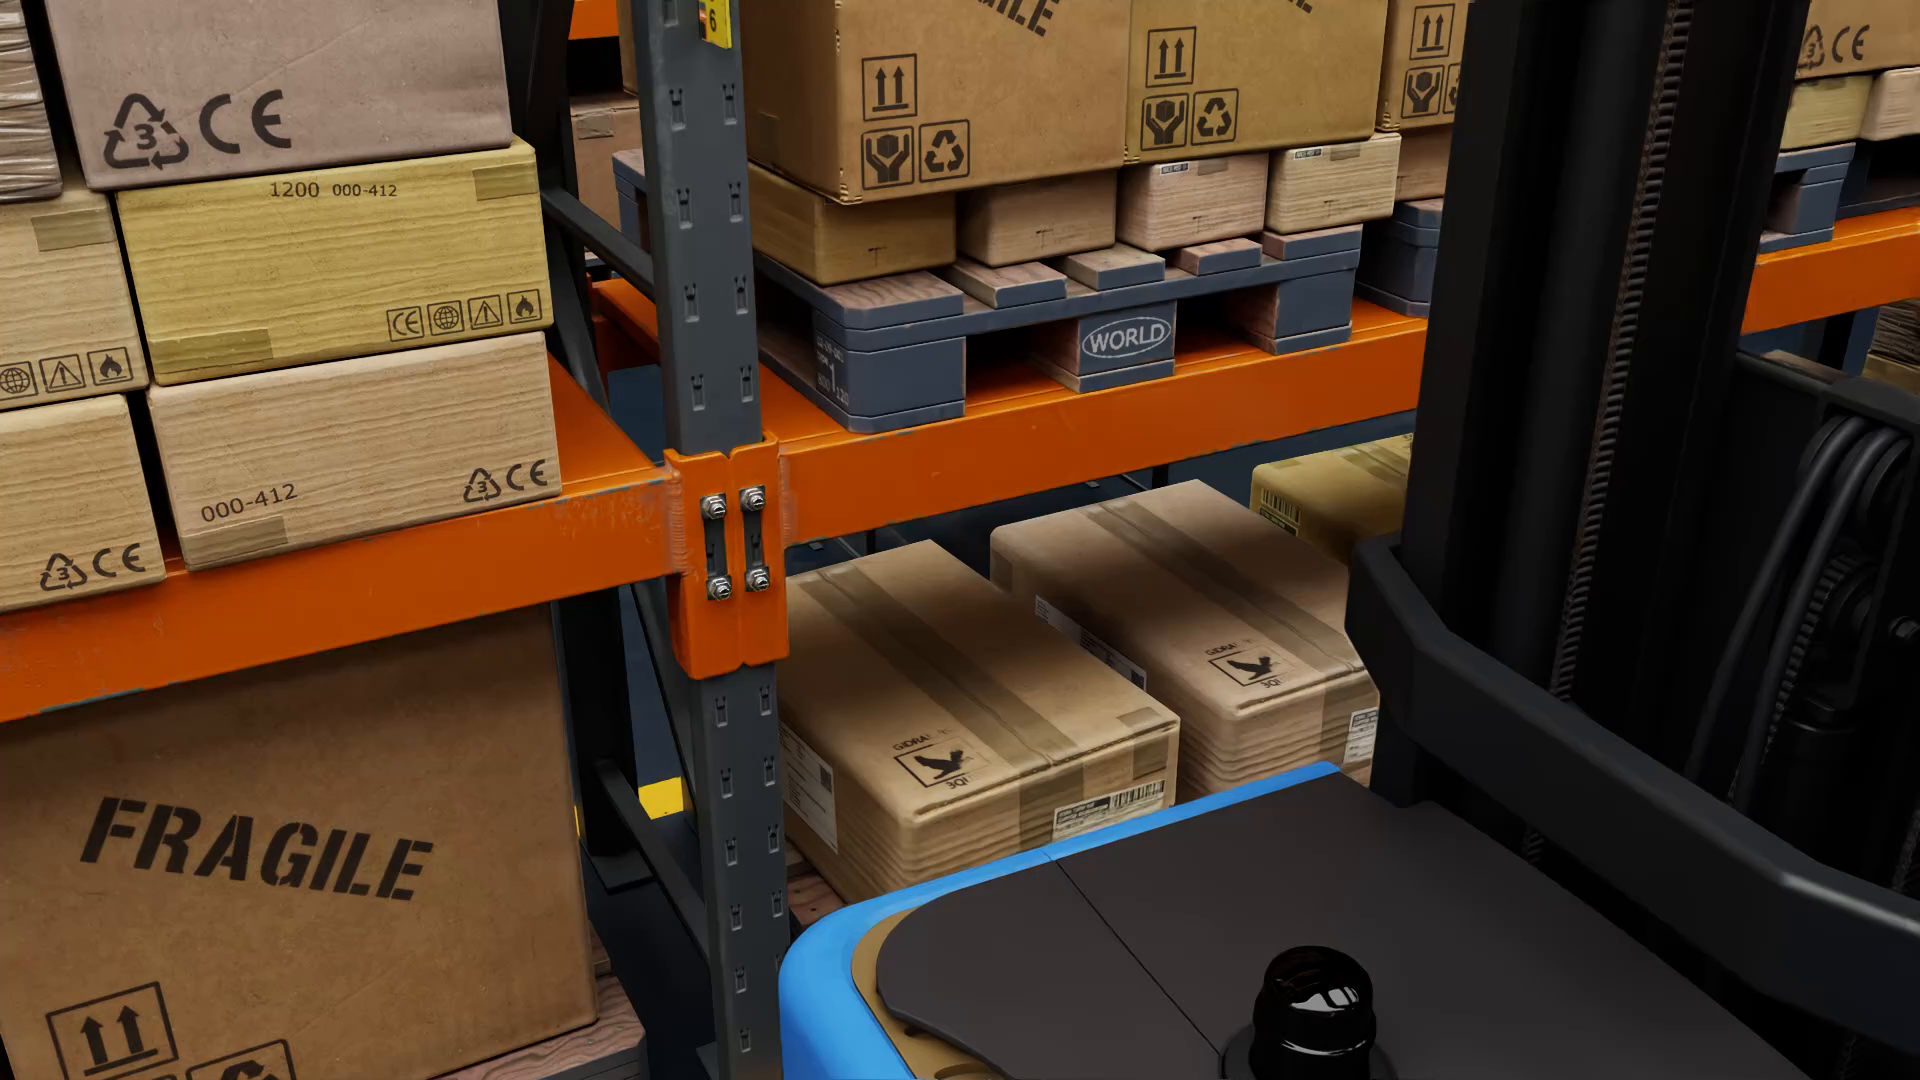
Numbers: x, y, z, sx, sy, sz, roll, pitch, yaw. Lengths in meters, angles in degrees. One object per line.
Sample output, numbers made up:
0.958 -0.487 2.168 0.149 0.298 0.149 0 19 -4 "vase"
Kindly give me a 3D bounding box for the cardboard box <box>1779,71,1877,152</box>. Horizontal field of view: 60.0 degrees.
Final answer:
1.716 -0.962 3.592 0.250 0.149 0.380 -13 29 -25 "cardboard box"

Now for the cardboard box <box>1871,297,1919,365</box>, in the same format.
3.343 -0.809 5.294 0.500 0.500 0.500 -13 29 -26 "cardboard box"

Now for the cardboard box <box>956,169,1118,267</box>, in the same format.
0.057 -0.599 2.838 0.250 0.149 0.380 -15 29 -28 "cardboard box"

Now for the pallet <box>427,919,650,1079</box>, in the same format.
-1.314 0.905 3.120 1.213 0.211 1.003 -13 29 -25 "pallet"

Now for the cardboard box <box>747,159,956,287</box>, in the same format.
-0.208 -0.555 2.745 0.250 0.149 0.380 -15 29 -28 "cardboard box"

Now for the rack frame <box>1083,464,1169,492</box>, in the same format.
0.524 -0.797 5.177 0.032 1.500 0.500 -13 29 -25 "rack frame"

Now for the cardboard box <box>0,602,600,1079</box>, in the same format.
-1.231 0.394 2.933 0.875 0.875 0.875 -13 29 -26 "cardboard box"

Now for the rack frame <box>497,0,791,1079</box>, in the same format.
-0.582 -0.483 2.791 0.127 3.000 1.000 -13 29 -25 "rack frame"

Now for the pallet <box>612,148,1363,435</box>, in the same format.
-0.004 -0.583 3.220 1.003 0.211 1.213 -13 29 -25 "pallet"

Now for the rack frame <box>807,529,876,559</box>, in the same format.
-0.373 -0.590 4.746 0.032 1.500 0.500 -13 29 -25 "rack frame"

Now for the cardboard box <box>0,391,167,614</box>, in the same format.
-1.350 -0.104 2.173 0.500 0.250 0.500 -12 28 -24 "cardboard box"

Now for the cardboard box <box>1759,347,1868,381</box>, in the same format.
2.485 -0.195 4.741 0.625 0.372 0.950 -13 28 -24 "cardboard box"

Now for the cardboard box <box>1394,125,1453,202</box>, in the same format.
0.749 -0.765 3.182 0.250 0.149 0.380 -11 28 -22 "cardboard box"

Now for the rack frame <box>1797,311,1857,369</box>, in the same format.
2.947 -1.298 4.488 0.127 3.000 1.000 -13 29 -25 "rack frame"

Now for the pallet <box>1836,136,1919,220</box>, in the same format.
2.204 -1.112 4.321 1.213 0.211 1.003 -13 29 -25 "pallet"

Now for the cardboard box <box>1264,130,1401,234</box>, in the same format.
0.573 -0.686 3.018 0.250 0.149 0.380 -13 28 -25 "cardboard box"

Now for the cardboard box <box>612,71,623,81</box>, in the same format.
-1.198 -1.892 7.984 0.625 0.625 0.875 -14 29 -27 "cardboard box"

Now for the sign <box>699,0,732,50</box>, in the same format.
-0.318 -0.794 2.101 0.005 0.325 0.100 -13 29 -25 "sign"

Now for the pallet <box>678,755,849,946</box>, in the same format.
0.108 0.615 3.725 1.213 0.211 1.003 -13 29 -25 "pallet"

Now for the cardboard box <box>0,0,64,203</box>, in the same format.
-1.364 -0.666 1.902 0.500 0.500 0.500 -12 28 -24 "cardboard box"

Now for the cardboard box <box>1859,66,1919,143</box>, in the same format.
1.948 -0.998 3.667 0.250 0.149 0.380 -13 28 -25 "cardboard box"

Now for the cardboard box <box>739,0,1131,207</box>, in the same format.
-0.076 -0.855 2.621 0.500 0.500 0.500 -14 29 -27 "cardboard box"

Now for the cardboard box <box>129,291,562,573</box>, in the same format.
-0.906 -0.214 2.403 0.500 0.250 0.500 -14 29 -27 "cardboard box"

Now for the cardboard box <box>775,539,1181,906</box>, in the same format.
-0.079 0.401 3.501 0.625 0.372 0.950 -15 30 -29 "cardboard box"

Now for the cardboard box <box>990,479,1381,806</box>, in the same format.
0.568 0.247 3.820 0.625 0.372 0.950 -14 29 -26 "cardboard box"

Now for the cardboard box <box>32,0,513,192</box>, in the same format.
-0.916 -0.774 2.126 0.500 0.500 0.500 -14 29 -26 "cardboard box"

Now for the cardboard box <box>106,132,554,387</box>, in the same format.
-0.890 -0.445 2.308 0.500 0.250 0.500 -13 29 -25 "cardboard box"

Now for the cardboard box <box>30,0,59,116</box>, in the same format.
-1.566 -0.867 2.320 0.500 0.500 0.500 -13 28 -25 "cardboard box"

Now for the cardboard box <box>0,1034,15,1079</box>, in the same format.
-2.020 0.574 2.558 0.875 0.875 0.875 -13 28 -24 "cardboard box"

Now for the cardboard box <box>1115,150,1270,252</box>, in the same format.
0.320 -0.638 2.917 0.250 0.149 0.380 -15 29 -28 "cardboard box"

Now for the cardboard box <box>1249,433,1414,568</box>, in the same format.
1.240 0.095 4.137 0.625 0.372 0.950 -12 28 -23 "cardboard box"

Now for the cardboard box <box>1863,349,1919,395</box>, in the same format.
3.342 -0.471 5.457 0.500 0.250 0.500 -12 28 -23 "cardboard box"

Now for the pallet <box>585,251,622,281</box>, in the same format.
-2.177 -1.274 7.660 1.213 0.211 1.003 -13 29 -25 "pallet"

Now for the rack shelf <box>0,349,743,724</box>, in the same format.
-2.347 0.248 2.099 4.000 0.370 1.077 -13 29 -25 "rack shelf"

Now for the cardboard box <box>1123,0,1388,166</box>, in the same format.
0.380 -0.964 2.848 0.500 0.500 0.500 -11 28 -22 "cardboard box"

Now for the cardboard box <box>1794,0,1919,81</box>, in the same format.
1.752 -1.281 3.507 0.500 0.500 0.500 -12 28 -23 "cardboard box"

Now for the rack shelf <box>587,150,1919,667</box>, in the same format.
1.182 -0.566 3.795 4.000 0.370 1.077 -13 29 -25 "rack shelf"

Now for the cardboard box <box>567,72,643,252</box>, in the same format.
-1.792 -1.755 7.698 0.625 0.625 0.875 -12 28 -23 "cardboard box"

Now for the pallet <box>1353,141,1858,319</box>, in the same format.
1.145 -0.816 3.705 1.213 0.211 1.003 -13 29 -25 "pallet"

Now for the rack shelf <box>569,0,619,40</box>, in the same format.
-1.157 -2.461 7.742 4.000 0.370 1.077 -13 29 -25 "rack shelf"

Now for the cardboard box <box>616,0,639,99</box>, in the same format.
-0.312 -1.051 3.028 0.500 0.500 0.500 -14 29 -27 "cardboard box"

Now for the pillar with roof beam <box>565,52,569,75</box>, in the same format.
-0.169 -4.048 3.285 0.400 9.000 9.100 -13 29 -25 "pillar with roof beam"

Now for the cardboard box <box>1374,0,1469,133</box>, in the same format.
0.845 -1.075 3.078 0.500 0.500 0.500 -12 28 -24 "cardboard box"

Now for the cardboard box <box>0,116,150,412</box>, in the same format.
-1.341 -0.340 2.087 0.500 0.250 0.500 -14 29 -26 "cardboard box"

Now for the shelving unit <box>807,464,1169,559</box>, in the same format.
0.075 -0.693 4.962 1.048 1.500 0.538 -13 29 -25 "shelving unit"
